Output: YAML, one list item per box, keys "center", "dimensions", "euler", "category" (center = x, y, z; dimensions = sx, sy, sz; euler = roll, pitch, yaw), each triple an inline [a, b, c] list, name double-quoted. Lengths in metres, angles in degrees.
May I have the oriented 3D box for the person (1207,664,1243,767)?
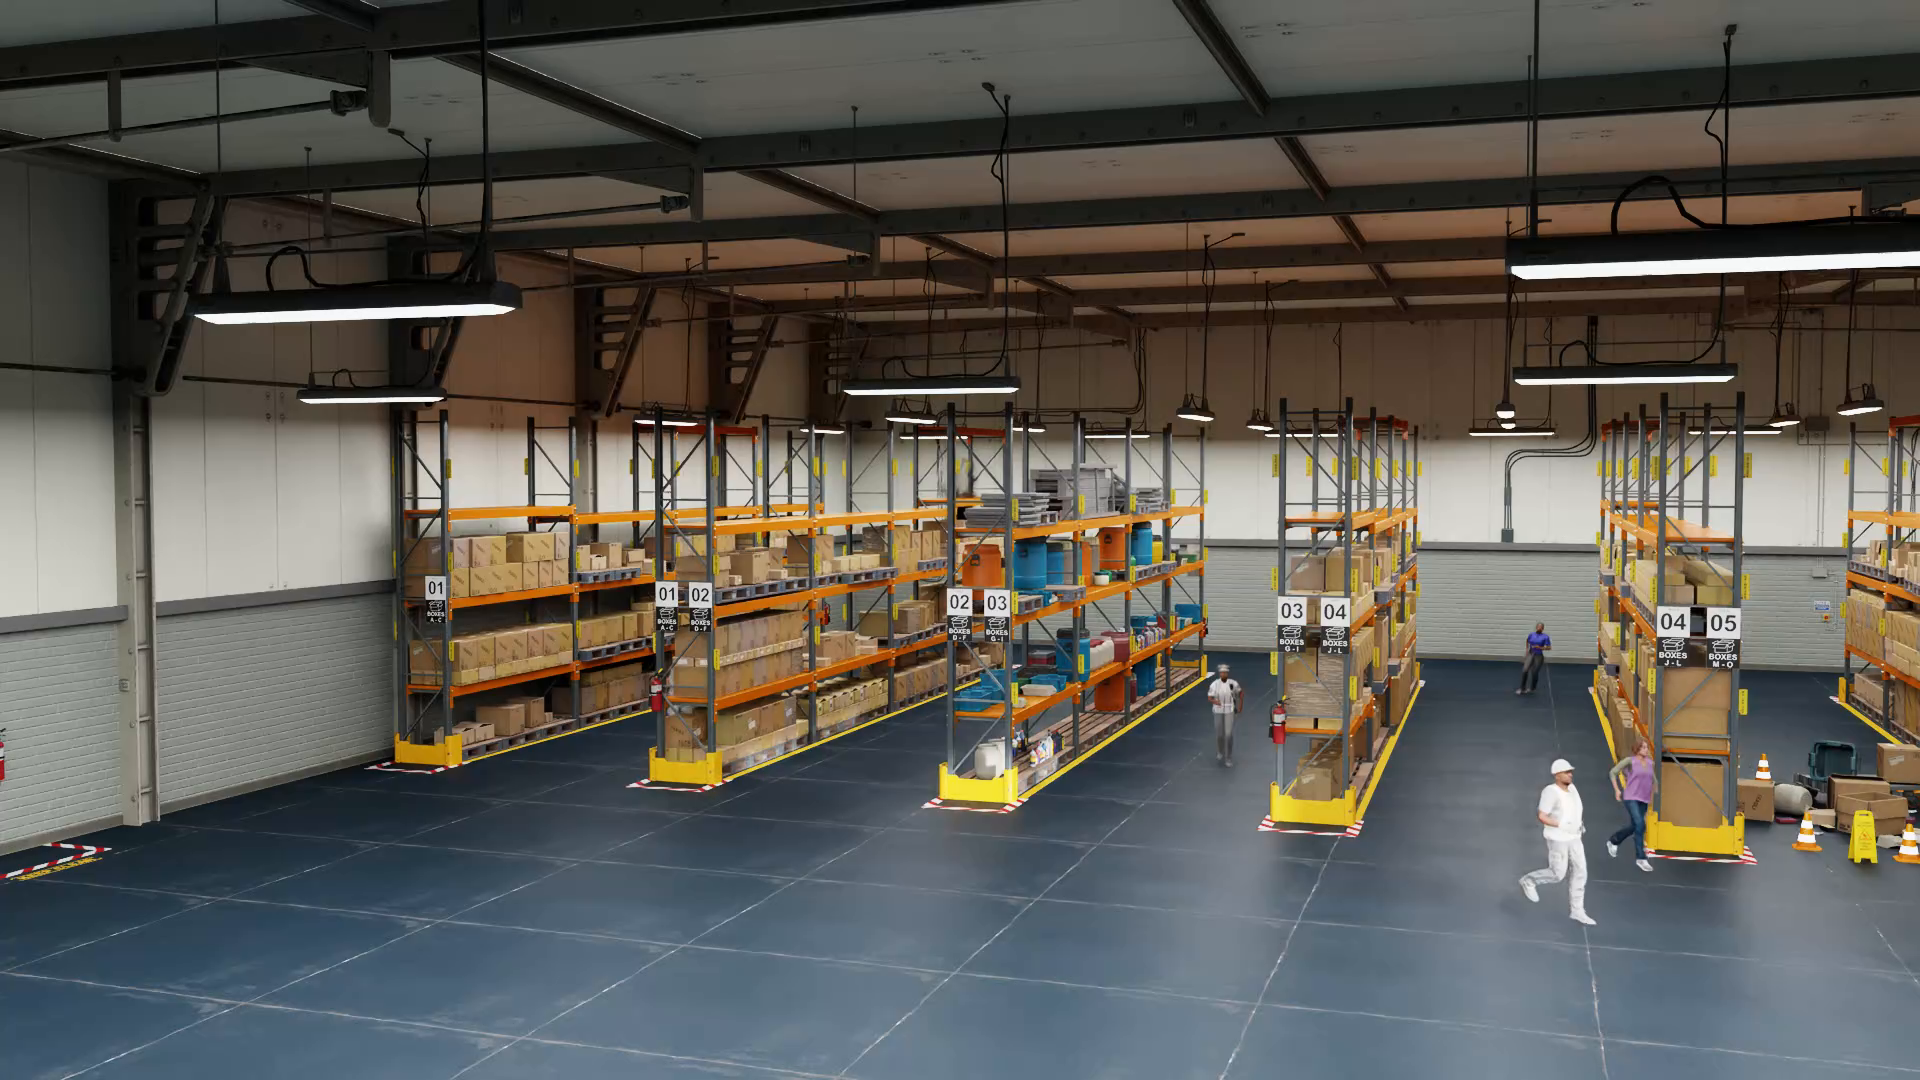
- center: [4.478, 2.968, 28.104]
  dimensions: [0.587, 1.765, 0.745]
  euler: [1, 3, 12]
  category: "person"

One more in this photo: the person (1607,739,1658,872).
- center: [8.551, 3.303, 20.966]
  dimensions: [0.564, 1.581, 0.812]
  euler: [-1, 3, -19]
  category: "person"

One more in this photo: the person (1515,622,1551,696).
- center: [12.709, 2.616, 36.739]
  dimensions: [0.687, 1.627, 0.742]
  euler: [2, 3, 33]
  category: "person"

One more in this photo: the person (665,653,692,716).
- center: [-5.019, 2.826, 29.785]
  dimensions: [0.667, 1.768, 0.967]
  euler: [0, 2, 11]
  category: "person"

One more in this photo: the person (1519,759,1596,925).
- center: [6.680, 3.327, 18.522]
  dimensions: [0.682, 1.782, 0.916]
  euler: [-2, 3, -35]
  category: "person"
